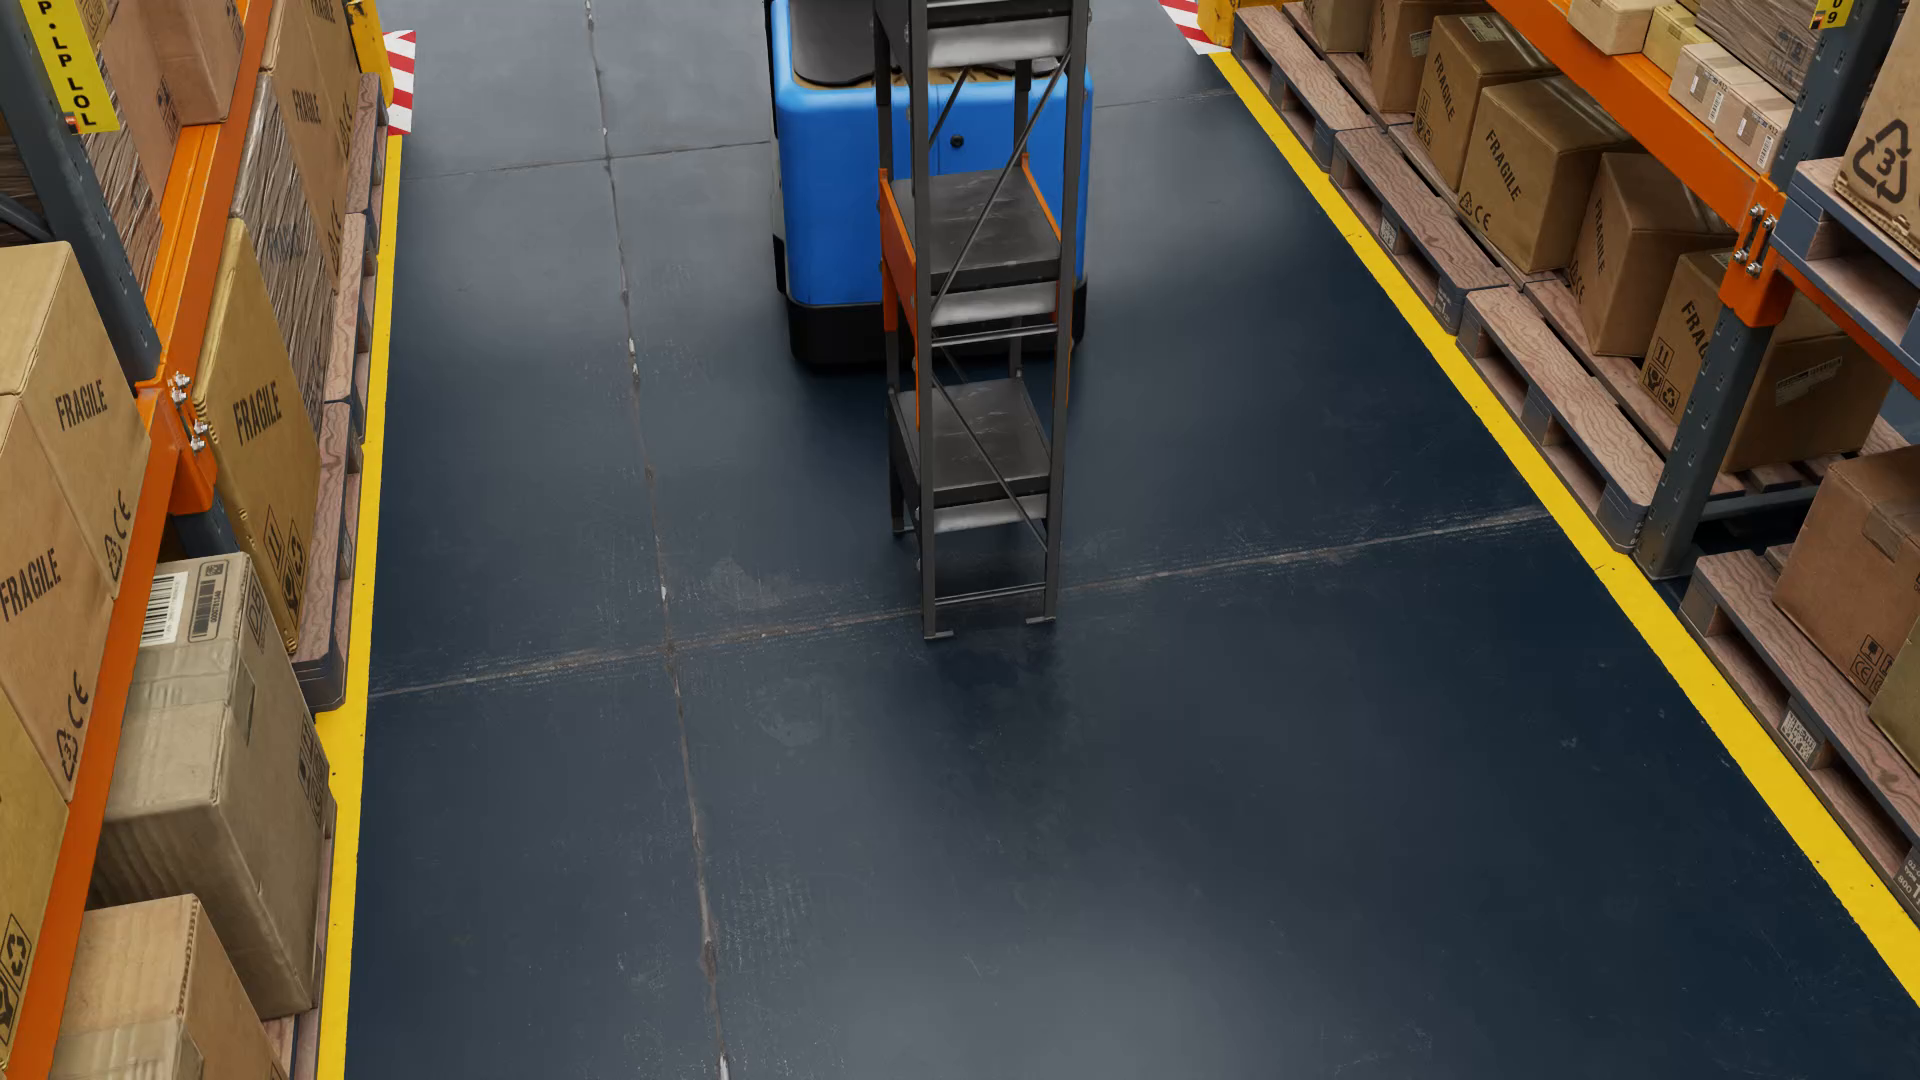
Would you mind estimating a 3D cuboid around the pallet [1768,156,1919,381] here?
[{"bbox_3d":[2.617,-0.513,3.713,1.003,0.211,1.213,-8,42,-9],"label":"pallet"}]

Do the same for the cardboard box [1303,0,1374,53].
[{"bbox_3d":[1.849,-2.509,7.383,0.500,0.500,0.500,-1,42,-1],"label":"cardboard box"}]

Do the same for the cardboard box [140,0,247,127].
[{"bbox_3d":[-2.504,-1.469,4.533,0.875,0.550,0.550,-8,42,-9],"label":"cardboard box"}]

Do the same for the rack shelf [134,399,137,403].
[{"bbox_3d":[-1.839,1.037,2.217,0.919,0.124,3.809,-8,42,-9],"label":"rack shelf"}]

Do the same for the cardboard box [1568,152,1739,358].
[{"bbox_3d":[2.224,-2.451,6.008,1.144,2.239,2.984,4,42,4],"label":"cardboard box"}]

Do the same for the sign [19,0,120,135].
[{"bbox_3d":[-1.743,-0.943,3.240,0.100,0.325,0.005,-8,42,-9],"label":"sign"}]

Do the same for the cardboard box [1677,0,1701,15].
[{"bbox_3d":[2.484,-1.879,4.808,0.875,0.500,0.500,-8,42,-9],"label":"cardboard box"}]

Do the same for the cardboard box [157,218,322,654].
[{"bbox_3d":[-2.338,-0.236,4.540,0.875,0.875,0.875,-8,42,-9],"label":"cardboard box"}]

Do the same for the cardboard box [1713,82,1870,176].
[{"bbox_3d":[2.261,-1.104,4.424,0.380,0.149,0.250,-8,42,-9],"label":"cardboard box"}]

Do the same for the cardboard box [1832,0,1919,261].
[{"bbox_3d":[2.629,-0.947,3.289,1.000,1.000,1.000,-8,42,-9],"label":"cardboard box"}]

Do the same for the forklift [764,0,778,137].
[{"bbox_3d":[-0.222,-2.686,6.068,1.121,2.935,3.031,-4,42,-5],"label":"forklift"}]

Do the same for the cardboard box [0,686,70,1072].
[{"bbox_3d":[-1.679,0.462,2.395,0.500,0.500,0.500,-8,42,-9],"label":"cardboard box"}]

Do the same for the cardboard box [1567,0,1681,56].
[{"bbox_3d":[2.058,-1.584,4.964,0.380,0.149,0.250,-8,42,-9],"label":"cardboard box"}]

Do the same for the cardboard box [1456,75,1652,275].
[{"bbox_3d":[2.205,-1.349,6.077,0.500,0.500,0.500,-12,43,-13],"label":"cardboard box"}]

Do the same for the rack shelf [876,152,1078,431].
[{"bbox_3d":[0.036,-0.668,4.441,0.431,0.518,0.480,-8,42,-9],"label":"rack shelf"}]

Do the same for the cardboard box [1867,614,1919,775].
[{"bbox_3d":[2.790,0.382,4.111,0.700,0.500,0.500,-9,42,-10],"label":"cardboard box"}]

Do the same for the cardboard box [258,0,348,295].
[{"bbox_3d":[-2.731,-1.411,5.864,0.875,0.875,0.875,-9,42,-10],"label":"cardboard box"}]

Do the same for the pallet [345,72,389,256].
[{"bbox_3d":[-2.885,-1.498,6.779,1.003,0.211,1.213,-8,42,-9],"label":"pallet"}]

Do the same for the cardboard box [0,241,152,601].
[{"bbox_3d":[-1.897,-0.193,3.133,0.500,0.500,0.500,-9,42,-10],"label":"cardboard box"}]

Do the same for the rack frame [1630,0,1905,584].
[{"bbox_3d":[2.594,-1.101,4.231,1.000,3.000,0.127,-8,42,-9],"label":"rack frame"}]

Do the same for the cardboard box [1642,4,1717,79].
[{"bbox_3d":[2.221,-1.438,4.800,0.380,0.149,0.250,-8,42,-9],"label":"cardboard box"}]

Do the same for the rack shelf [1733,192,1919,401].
[{"bbox_3d":[3.026,0.465,3.009,1.077,0.370,4.000,-8,42,-9],"label":"rack shelf"}]

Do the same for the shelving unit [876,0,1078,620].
[{"bbox_3d":[-5.628,-0.965,2.385,12.070,5.092,0.667,-8,42,-9],"label":"shelving unit"}]

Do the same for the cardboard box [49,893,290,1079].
[{"bbox_3d":[-1.844,1.244,2.967,1.050,0.750,0.750,-8,42,-9],"label":"cardboard box"}]

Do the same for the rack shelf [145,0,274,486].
[{"bbox_3d":[-2.702,-1.483,5.203,1.077,0.370,4.000,-8,42,-9],"label":"rack shelf"}]

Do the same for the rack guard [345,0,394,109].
[{"bbox_3d":[-3.139,-2.129,7.272,1.175,0.500,0.348,-8,42,-9],"label":"rack guard"}]

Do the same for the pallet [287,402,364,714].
[{"bbox_3d":[-2.358,0.083,4.997,1.003,0.211,1.213,-8,42,-9],"label":"pallet"}]

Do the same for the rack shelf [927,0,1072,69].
[{"bbox_3d":[0.036,-1.294,3.886,0.368,0.174,0.457,-8,42,-9],"label":"rack shelf"}]

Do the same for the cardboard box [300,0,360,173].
[{"bbox_3d":[-2.923,-1.981,6.506,0.875,0.875,0.875,-8,42,-9],"label":"cardboard box"}]

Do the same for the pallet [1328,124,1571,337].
[{"bbox_3d":[2.148,-1.281,6.534,1.003,0.211,1.213,-8,42,-9],"label":"pallet"}]

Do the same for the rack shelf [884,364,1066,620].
[{"bbox_3d":[0.036,-0.144,4.906,0.431,0.518,0.480,-8,42,-9],"label":"rack shelf"}]

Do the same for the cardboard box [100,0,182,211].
[{"bbox_3d":[-2.503,-1.102,4.119,0.875,0.550,0.550,-8,42,-9],"label":"cardboard box"}]

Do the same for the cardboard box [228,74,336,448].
[{"bbox_3d":[-2.536,-0.820,5.198,0.875,0.875,0.875,-8,42,-9],"label":"cardboard box"}]

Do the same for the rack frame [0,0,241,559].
[{"bbox_3d":[-2.271,-0.456,3.504,1.000,3.000,0.127,-8,42,-9],"label":"rack frame"}]

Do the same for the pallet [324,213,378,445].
[{"bbox_3d":[-2.625,-0.709,5.890,1.003,0.211,1.213,-8,42,-9],"label":"pallet"}]

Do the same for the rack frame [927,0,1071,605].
[{"bbox_3d":[0.087,-0.520,4.254,0.380,1.831,0.006,-8,42,-9],"label":"rack frame"}]

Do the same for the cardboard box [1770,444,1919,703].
[{"bbox_3d":[2.706,0.071,4.462,0.700,0.500,0.500,-11,43,-13],"label":"cardboard box"}]

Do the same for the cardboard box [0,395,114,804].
[{"bbox_3d":[-1.788,0.134,2.764,0.500,0.500,0.500,-9,42,-10],"label":"cardboard box"}]

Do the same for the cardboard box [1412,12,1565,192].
[{"bbox_3d":[2.128,-1.718,6.492,0.500,0.500,0.500,-5,42,-5],"label":"cardboard box"}]

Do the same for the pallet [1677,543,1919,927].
[{"bbox_3d":[2.764,0.447,4.588,1.003,0.211,1.213,-8,42,-9],"label":"pallet"}]

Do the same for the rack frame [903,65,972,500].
[{"bbox_3d":[-0.018,-0.836,4.610,0.380,1.831,0.006,-8,42,-9],"label":"rack frame"}]

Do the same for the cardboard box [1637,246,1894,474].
[{"bbox_3d":[2.547,-0.588,5.220,0.500,0.500,0.500,-10,42,-11],"label":"cardboard box"}]
